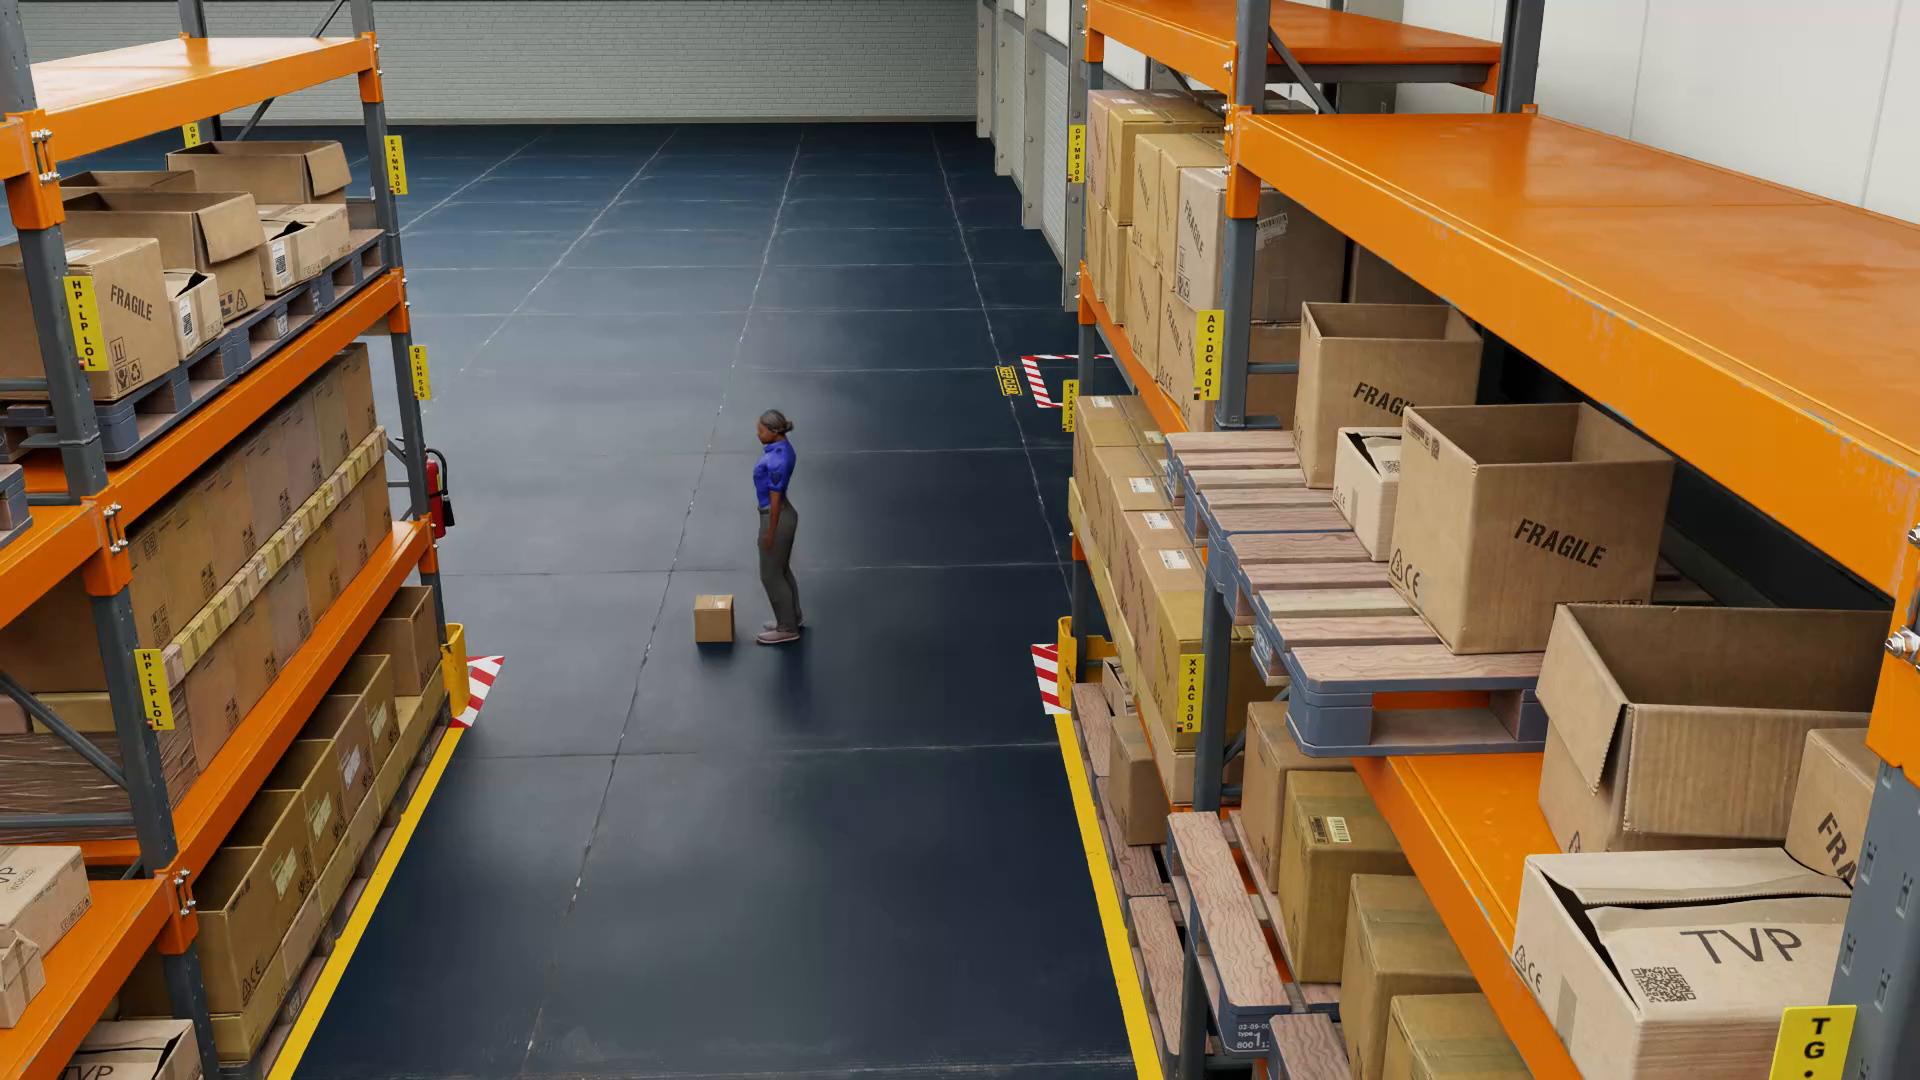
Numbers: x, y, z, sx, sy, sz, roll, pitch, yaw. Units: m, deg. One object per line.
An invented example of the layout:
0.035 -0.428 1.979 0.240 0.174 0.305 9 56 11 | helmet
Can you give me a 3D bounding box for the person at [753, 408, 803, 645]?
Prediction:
-1.259 -0.098 11.376 0.308 1.666 0.438 -1 21 -2 | person
